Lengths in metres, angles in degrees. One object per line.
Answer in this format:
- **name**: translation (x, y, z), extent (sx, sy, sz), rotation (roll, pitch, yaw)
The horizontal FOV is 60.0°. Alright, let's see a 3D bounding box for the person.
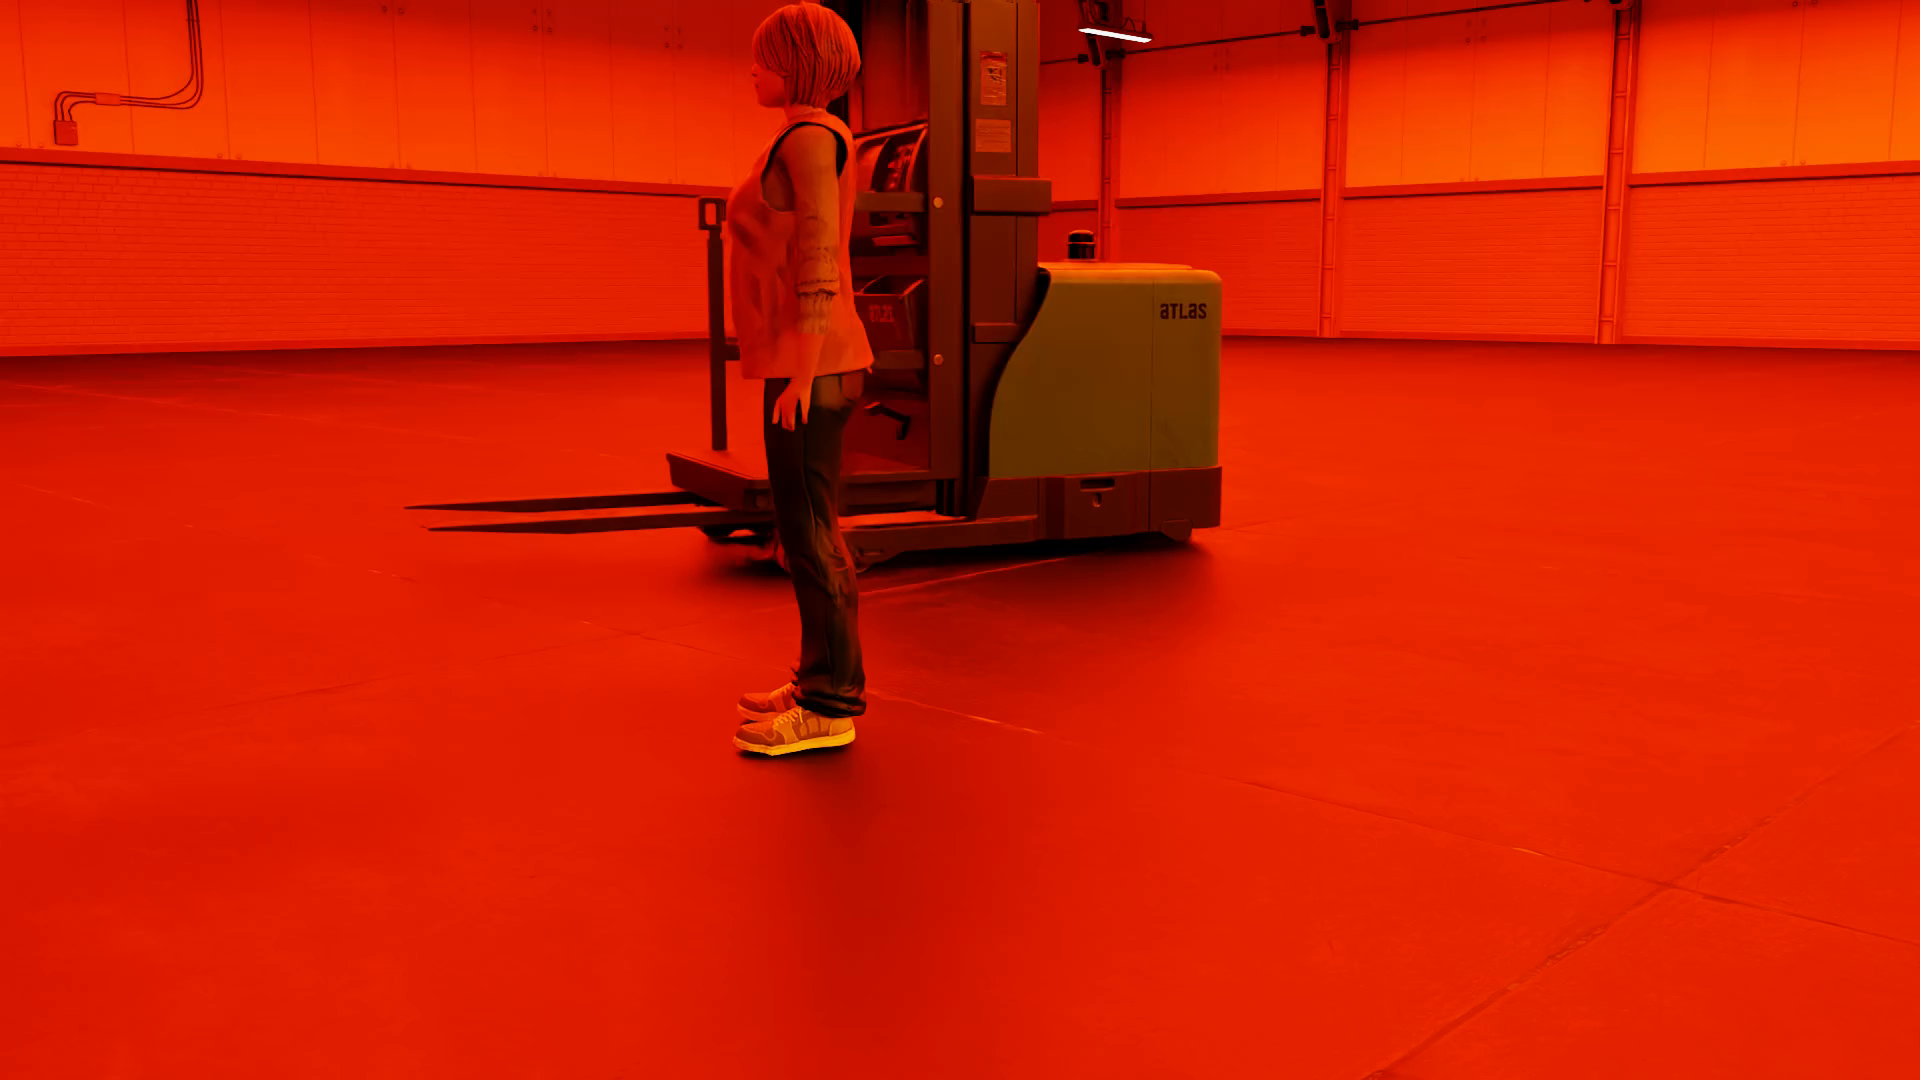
- **person**: translation (-0.351, -0.343, 3.628), extent (0.331, 1.602, 0.411), rotation (0, 9, -3)

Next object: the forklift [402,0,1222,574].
- **forklift**: translation (-0.521, -1.406, 6.213), extent (3.031, 2.935, 1.130), rotation (-4, 9, -25)
